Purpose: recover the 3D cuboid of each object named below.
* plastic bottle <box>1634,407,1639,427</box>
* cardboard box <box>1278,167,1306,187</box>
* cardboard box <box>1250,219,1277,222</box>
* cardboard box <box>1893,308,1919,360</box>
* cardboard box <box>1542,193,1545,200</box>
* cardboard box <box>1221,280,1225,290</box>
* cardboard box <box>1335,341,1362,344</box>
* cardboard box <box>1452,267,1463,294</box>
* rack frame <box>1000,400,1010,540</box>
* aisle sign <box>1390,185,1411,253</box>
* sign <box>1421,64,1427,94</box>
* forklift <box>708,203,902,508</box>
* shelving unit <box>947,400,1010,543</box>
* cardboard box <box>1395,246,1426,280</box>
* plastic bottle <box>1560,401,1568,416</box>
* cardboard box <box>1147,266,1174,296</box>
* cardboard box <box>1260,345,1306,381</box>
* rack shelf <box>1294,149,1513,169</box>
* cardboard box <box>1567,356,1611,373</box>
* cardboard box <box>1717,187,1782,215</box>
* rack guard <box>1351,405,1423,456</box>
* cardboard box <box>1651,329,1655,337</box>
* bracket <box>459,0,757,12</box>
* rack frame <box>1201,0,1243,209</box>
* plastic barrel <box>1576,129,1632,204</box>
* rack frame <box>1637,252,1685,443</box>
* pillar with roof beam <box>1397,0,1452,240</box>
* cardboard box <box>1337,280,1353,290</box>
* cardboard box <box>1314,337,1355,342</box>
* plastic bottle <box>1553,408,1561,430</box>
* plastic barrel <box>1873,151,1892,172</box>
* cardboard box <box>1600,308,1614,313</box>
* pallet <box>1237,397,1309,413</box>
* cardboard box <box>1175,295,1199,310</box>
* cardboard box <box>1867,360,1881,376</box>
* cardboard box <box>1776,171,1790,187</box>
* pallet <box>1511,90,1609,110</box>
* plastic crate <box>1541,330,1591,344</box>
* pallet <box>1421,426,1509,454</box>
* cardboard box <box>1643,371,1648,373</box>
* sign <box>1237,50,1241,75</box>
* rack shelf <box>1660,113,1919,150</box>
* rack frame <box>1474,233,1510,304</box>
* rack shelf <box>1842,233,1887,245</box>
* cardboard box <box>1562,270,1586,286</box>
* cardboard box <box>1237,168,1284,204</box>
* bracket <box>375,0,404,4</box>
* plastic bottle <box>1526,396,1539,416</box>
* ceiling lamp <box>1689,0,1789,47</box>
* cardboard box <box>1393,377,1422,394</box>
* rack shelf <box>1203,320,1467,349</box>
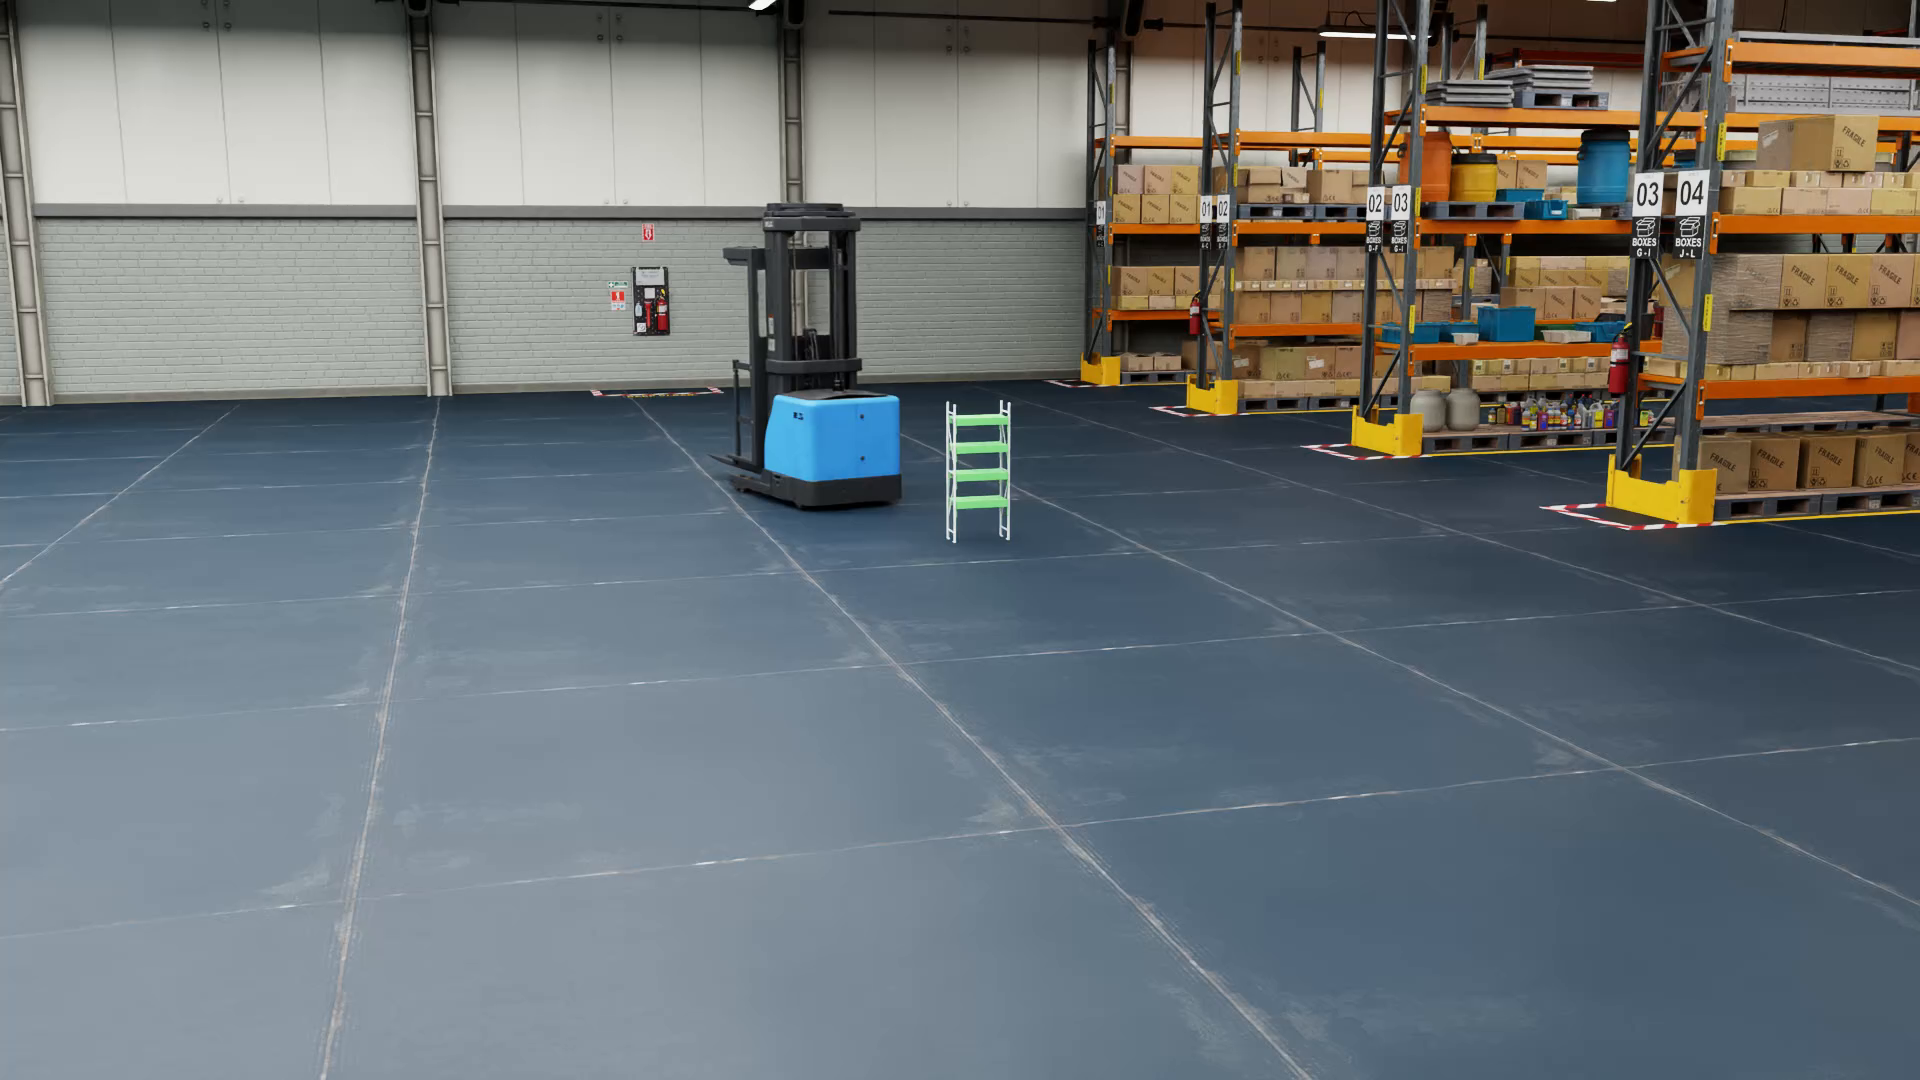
[{"bbox_3d":[8.524,-1.618,21.151,0.185,0.351,0.144,-3,11,-17],"label":"plastic bottle"},{"bbox_3d":[5.887,-6.463,29.989,0.500,0.500,0.500,-4,11,-21],"label":"cardboard box"},{"bbox_3d":[5.388,-5.951,29.974,0.500,0.500,0.500,-4,11,-21],"label":"cardboard box"},{"bbox_3d":[9.055,-2.047,16.285,0.500,0.500,0.875,-3,11,-16],"label":"cardboard box"},{"bbox_3d":[8.802,-5.314,26.097,0.500,0.250,0.500,-4,11,-21],"label":"cardboard box"},{"bbox_3d":[4.154,-3.866,25.196,0.250,0.149,0.380,-3,11,-17],"label":"cardboard box"},{"bbox_3d":[6.188,-2.852,26.115,0.500,0.500,0.500,-3,11,-16],"label":"cardboard box"},{"bbox_3d":[9.156,-4.919,31.488,0.500,0.500,0.700,-4,11,-21],"label":"cardboard box"},{"bbox_3d":[0.393,-0.611,14.550,0.015,1.200,0.240,-3,11,-16],"label":"rack frame"},{"bbox_3d":[5.234,-3.808,19.769,0.004,0.787,0.394,-3,11,-16],"label":"aisle sign"},{"bbox_3d":[5.371,-5.336,19.256,0.005,0.325,0.100,-3,11,-16],"label":"sign"},{"bbox_3d":[-1.751,-1.970,17.154,1.130,2.935,3.031,-6,12,-30],"label":"forklift"},{"bbox_3d":[0.159,-0.598,14.483,0.503,1.200,0.258,-3,11,-16],"label":"shelving unit"},{"bbox_3d":[6.772,-4.286,25.684,0.500,0.500,0.700,-3,11,-16],"label":"cardboard box"},{"bbox_3d":[7.859,-1.669,21.650,0.097,0.271,0.097,0,10,0],"label":"plastic bottle"},{"bbox_3d":[3.472,-4.607,29.573,0.500,0.500,0.500,-3,11,-16],"label":"cardboard box"},{"bbox_3d":[4.897,-2.683,25.199,0.500,0.500,0.500,-3,11,-16],"label":"cardboard box"},{"bbox_3d":[8.213,-7.010,30.863,4.000,0.370,1.077,-3,11,-16],"label":"rack shelf"},{"bbox_3d":[10.105,-2.859,26.677,0.500,0.311,0.500,-3,11,-16],"label":"cardboard box"},{"bbox_3d":[7.140,-3.104,15.254,0.500,0.250,0.500,-3,11,-14],"label":"cardboard box"},{"bbox_3d":[5.281,-1.367,20.592,0.348,0.500,1.175,-3,11,-16],"label":"rack guard"},{"bbox_3d":[13.386,-4.008,32.810,0.750,0.750,0.750,-3,11,-15],"label":"cardboard box"},{"bbox_3d":[-5.668,-8.696,26.984,4.783,0.066,0.076,-3,11,-16],"label":"bracket"},{"bbox_3d":[3.840,-6.396,24.436,0.127,3.000,1.000,-3,11,-16],"label":"rack frame"},{"bbox_3d":[8.076,-4.683,20.873,0.708,0.901,0.600,-3,11,-16],"label":"plastic barrel"},{"bbox_3d":[9.062,-2.787,21.400,0.127,3.000,1.000,-3,11,-16],"label":"rack frame"},{"bbox_3d":[9.846,-6.998,27.706,0.548,9.000,9.100,-3,11,-16],"label":"pillar with roof beam"},{"bbox_3d":[5.753,-3.874,25.238,0.250,0.149,0.380,-3,11,-15],"label":"cardboard box"},{"bbox_3d":[6.995,-3.536,31.160,0.500,0.500,0.700,-3,11,-14],"label":"cardboard box"},{"bbox_3d":[7.474,-1.519,20.834,0.097,0.271,0.097,0,10,0],"label":"plastic bottle"},{"bbox_3d":[12.053,-4.707,22.162,0.600,0.901,0.600,0,10,0],"label":"plastic barrel"},{"bbox_3d":[10.313,-3.653,26.797,0.250,0.149,0.380,-2,11,-12],"label":"cardboard box"},{"bbox_3d":[4.563,-2.120,25.481,1.213,0.211,1.003,-3,11,-16],"label":"pallet"},{"bbox_3d":[3.995,-4.266,29.792,0.500,0.250,0.500,-3,11,-17],"label":"cardboard box"},{"bbox_3d":[8.616,-1.668,16.014,0.250,0.149,0.380,-3,11,-16],"label":"cardboard box"},{"bbox_3d":[7.418,-3.325,15.353,0.250,0.149,0.380,-3,11,-17],"label":"cardboard box"},{"bbox_3d":[7.104,-5.339,20.319,1.213,0.211,1.003,-3,11,-16],"label":"pallet"},{"bbox_3d":[7.573,-2.531,20.739,0.437,0.136,0.530,-3,11,-16],"label":"plastic crate"},{"bbox_3d":[6.062,-1.265,20.837,1.213,0.211,1.003,-3,11,-16],"label":"pallet"},{"bbox_3d":[11.084,-2.636,27.014,0.500,0.250,0.500,-3,11,-15],"label":"cardboard box"},{"bbox_3d":[3.989,-6.837,23.811,0.005,0.325,0.100,-3,11,-16],"label":"sign"},{"bbox_3d":[10.982,-5.288,21.508,4.000,0.370,1.077,-3,11,-16],"label":"rack shelf"},{"bbox_3d":[10.133,-4.712,31.855,0.127,3.000,1.000,-3,11,-16],"label":"rack frame"},{"bbox_3d":[13.442,-5.073,27.522,4.000,0.370,1.077,-3,11,-16],"label":"rack shelf"},{"bbox_3d":[11.653,-4.947,31.979,0.500,0.500,0.500,-3,11,-16],"label":"cardboard box"},{"bbox_3d":[4.393,-5.276,24.801,0.637,0.503,0.797,-2,11,-12],"label":"cardboard box"},{"bbox_3d":[-8.939,-8.523,26.048,0.430,0.232,0.235,-3,11,-16],"label":"bracket"},{"bbox_3d":[7.403,-1.691,21.550,0.185,0.351,0.144,-3,11,-14],"label":"plastic bottle"},{"bbox_3d":[13.957,-10.205,29.004,2.000,3.185,0.800,-3,11,-16],"label":"ceiling lamp"},{"bbox_3d":[6.814,-2.417,25.828,0.500,0.250,0.500,-3,11,-16],"label":"cardboard box"},{"bbox_3d":[5.760,-3.193,25.594,4.000,0.370,1.077,-3,11,-16],"label":"rack shelf"}]
